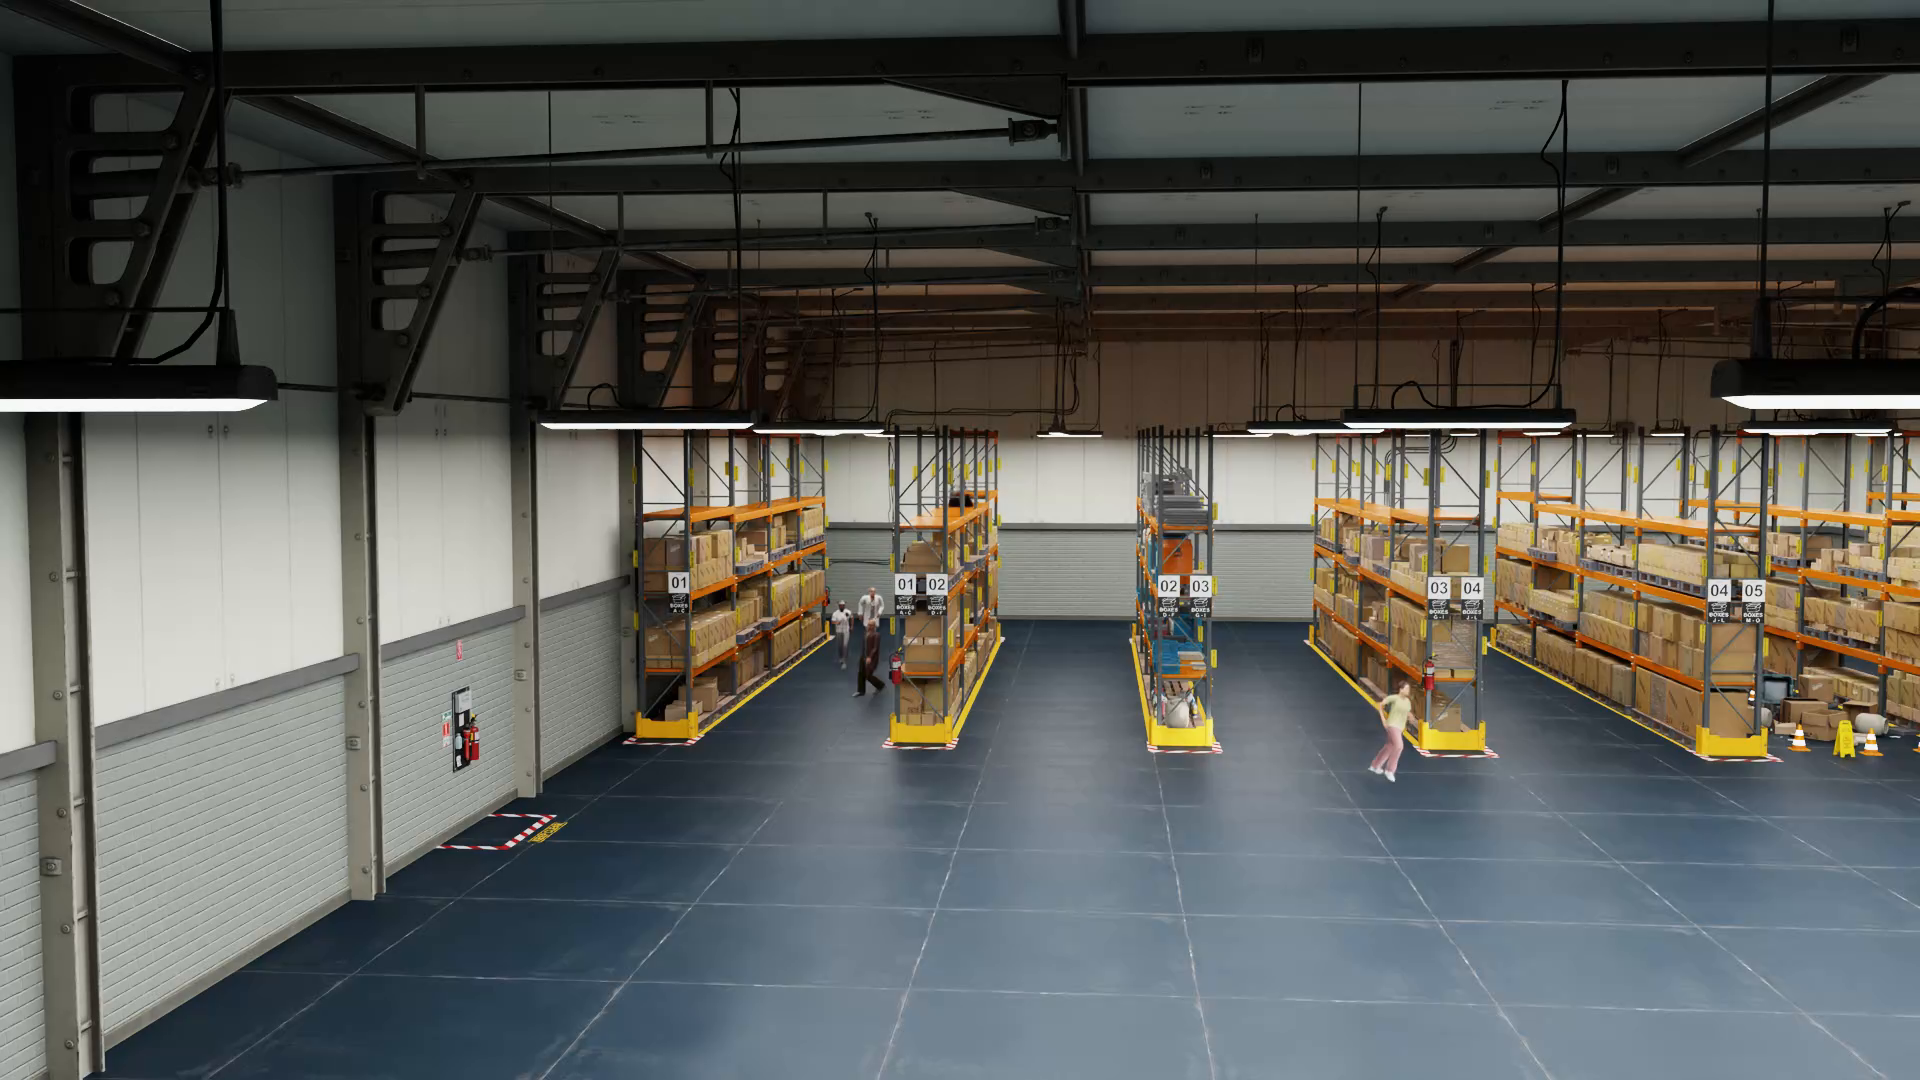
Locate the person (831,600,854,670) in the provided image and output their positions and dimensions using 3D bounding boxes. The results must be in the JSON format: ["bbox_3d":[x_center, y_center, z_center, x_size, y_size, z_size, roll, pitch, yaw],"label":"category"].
[{"bbox_3d":[-2.961,2.354,41.865,0.533,1.741,0.860,0,3,2],"label":"person"}]

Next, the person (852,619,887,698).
[{"bbox_3d":[-1.991,2.630,36.902,0.598,1.758,0.685,-3,5,-45],"label":"person"}]

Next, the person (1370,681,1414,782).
[{"bbox_3d":[7.328,3.204,28.167,0.717,1.640,0.737,-3,4,-36],"label":"person"}]

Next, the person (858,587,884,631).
[{"bbox_3d":[-2.433,2.188,45.551,0.712,1.610,0.709,-1,4,-13],"label":"person"}]
